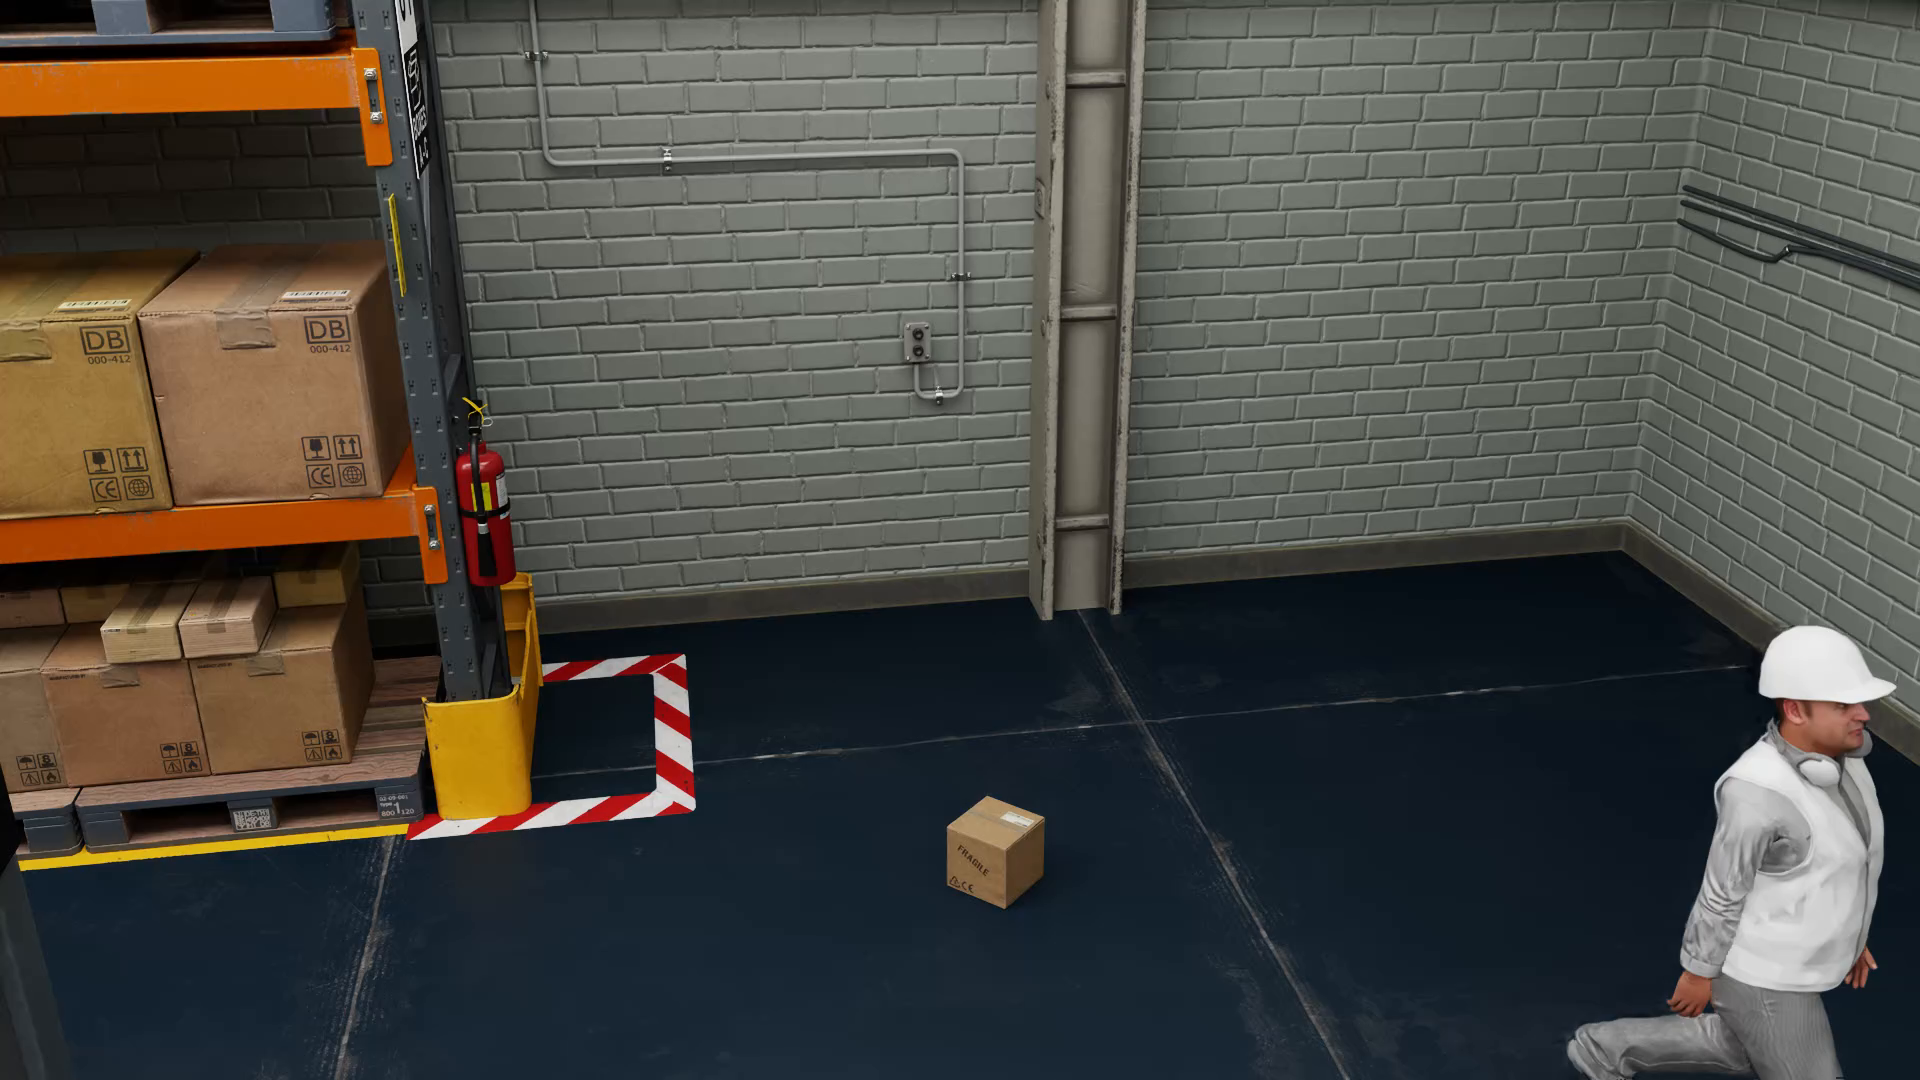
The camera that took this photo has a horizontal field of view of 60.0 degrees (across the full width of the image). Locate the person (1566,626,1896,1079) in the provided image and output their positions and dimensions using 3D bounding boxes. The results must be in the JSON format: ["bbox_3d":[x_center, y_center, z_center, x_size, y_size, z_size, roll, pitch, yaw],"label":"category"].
[{"bbox_3d":[2.032,1.010,4.195,0.938,1.738,0.531,21,31,39],"label":"person"}]
